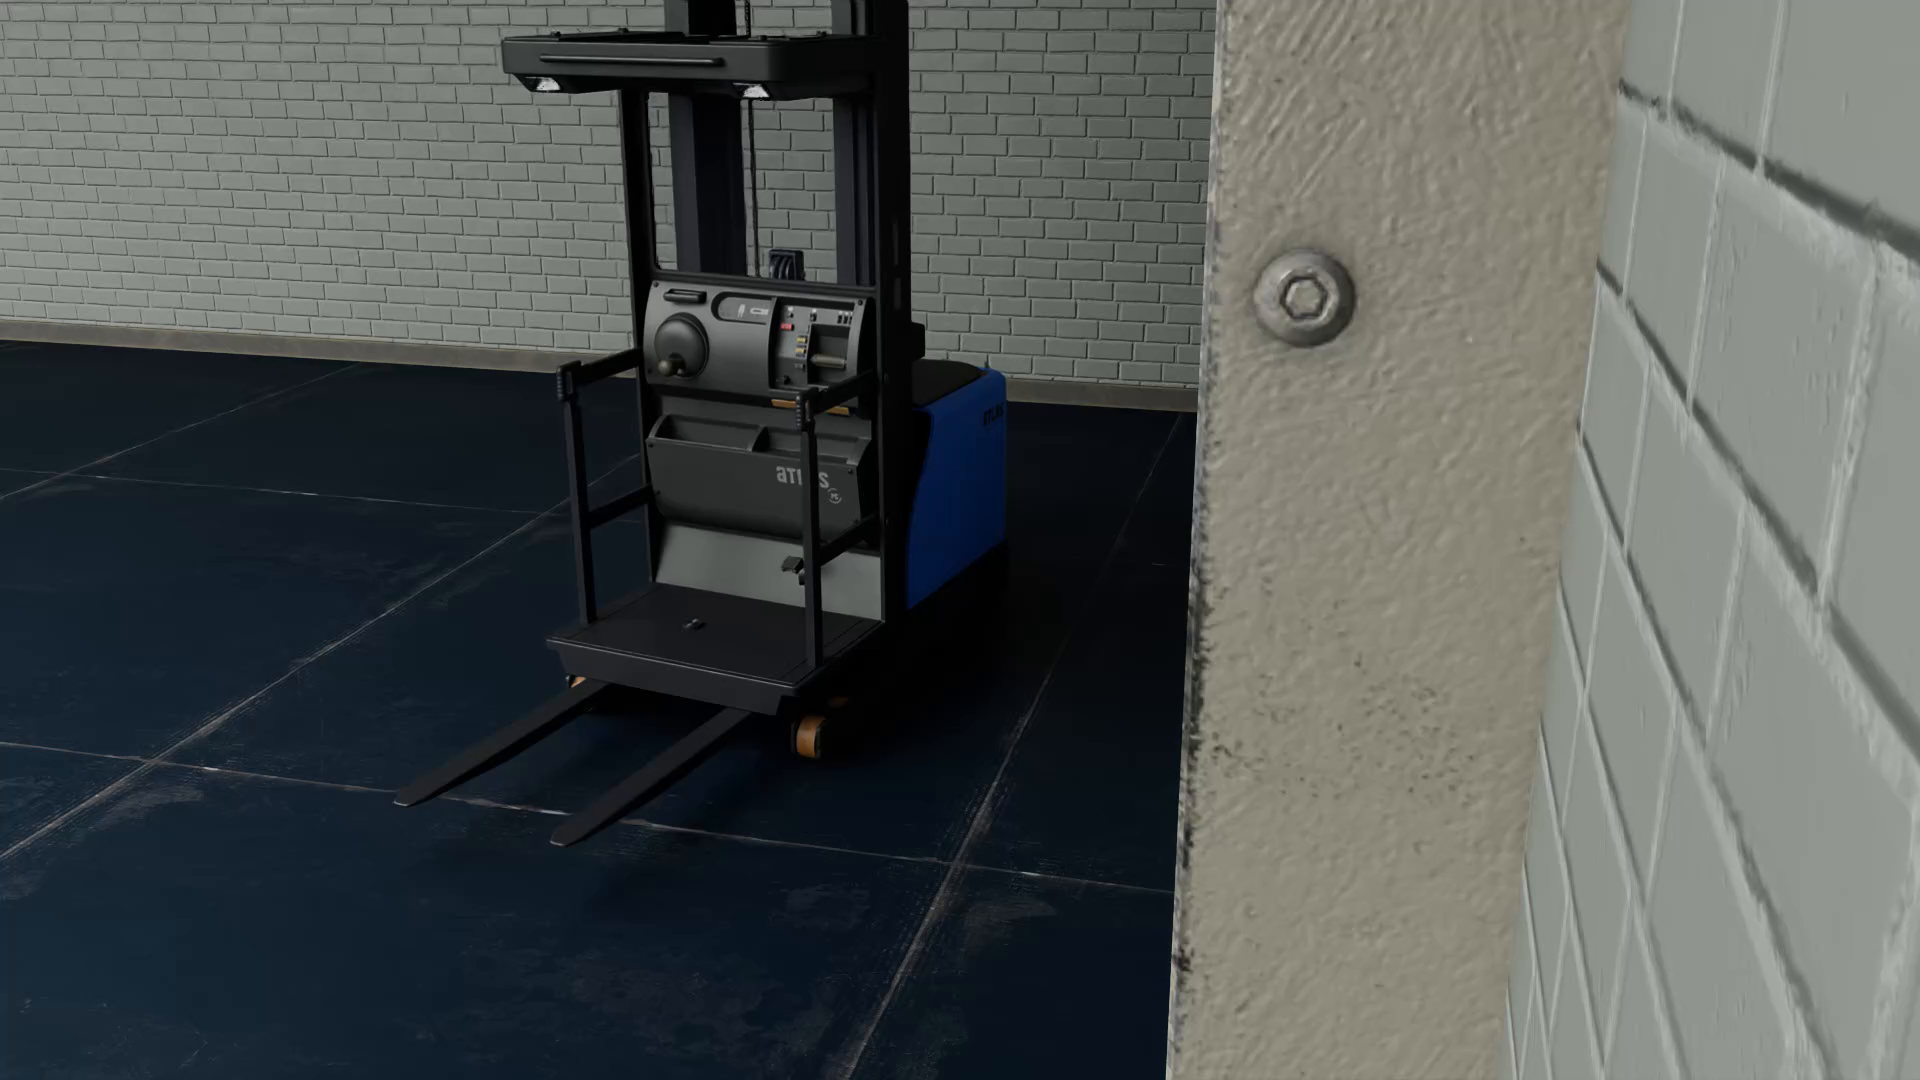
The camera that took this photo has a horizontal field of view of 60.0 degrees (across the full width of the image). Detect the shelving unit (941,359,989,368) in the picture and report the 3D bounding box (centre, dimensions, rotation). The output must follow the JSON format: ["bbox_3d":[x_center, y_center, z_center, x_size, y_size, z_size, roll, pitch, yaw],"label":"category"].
[{"bbox_3d":[-0.002,-0.423,8.211,0.258,0.900,0.210,5,19,13],"label":"shelving unit"}]

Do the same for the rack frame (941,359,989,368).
[{"bbox_3d":[0.023,-0.455,8.304,0.240,0.900,0.006,5,19,13],"label":"rack frame"}]

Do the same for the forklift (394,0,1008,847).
[{"bbox_3d":[-0.858,-0.748,6.018,1.130,2.935,3.031,8,21,23],"label":"forklift"}]
